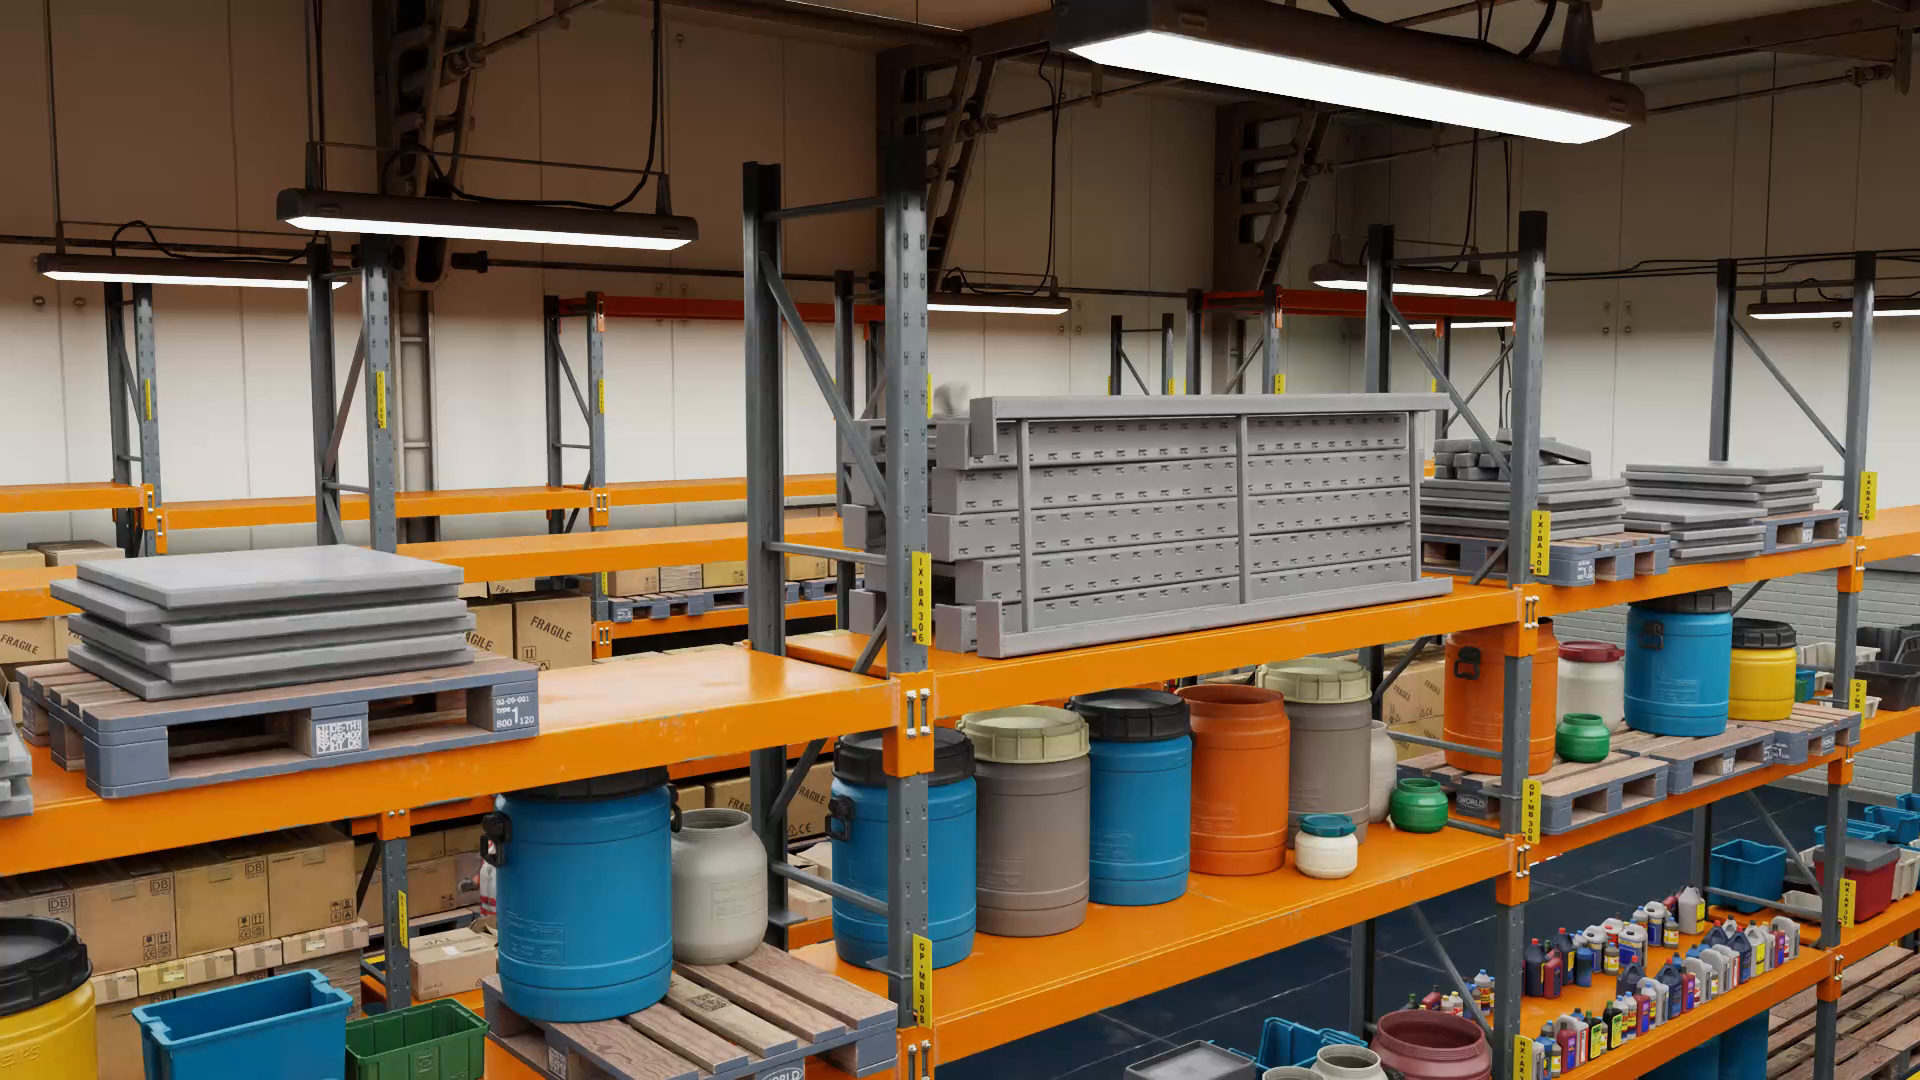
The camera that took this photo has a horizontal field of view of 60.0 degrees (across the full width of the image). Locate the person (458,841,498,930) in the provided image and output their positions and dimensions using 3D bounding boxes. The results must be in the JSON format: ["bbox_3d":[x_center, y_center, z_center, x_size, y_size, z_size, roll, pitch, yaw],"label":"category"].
[{"bbox_3d":[-3.572,2.985,13.039,0.648,1.794,0.882,4,7,36],"label":"person"}]
